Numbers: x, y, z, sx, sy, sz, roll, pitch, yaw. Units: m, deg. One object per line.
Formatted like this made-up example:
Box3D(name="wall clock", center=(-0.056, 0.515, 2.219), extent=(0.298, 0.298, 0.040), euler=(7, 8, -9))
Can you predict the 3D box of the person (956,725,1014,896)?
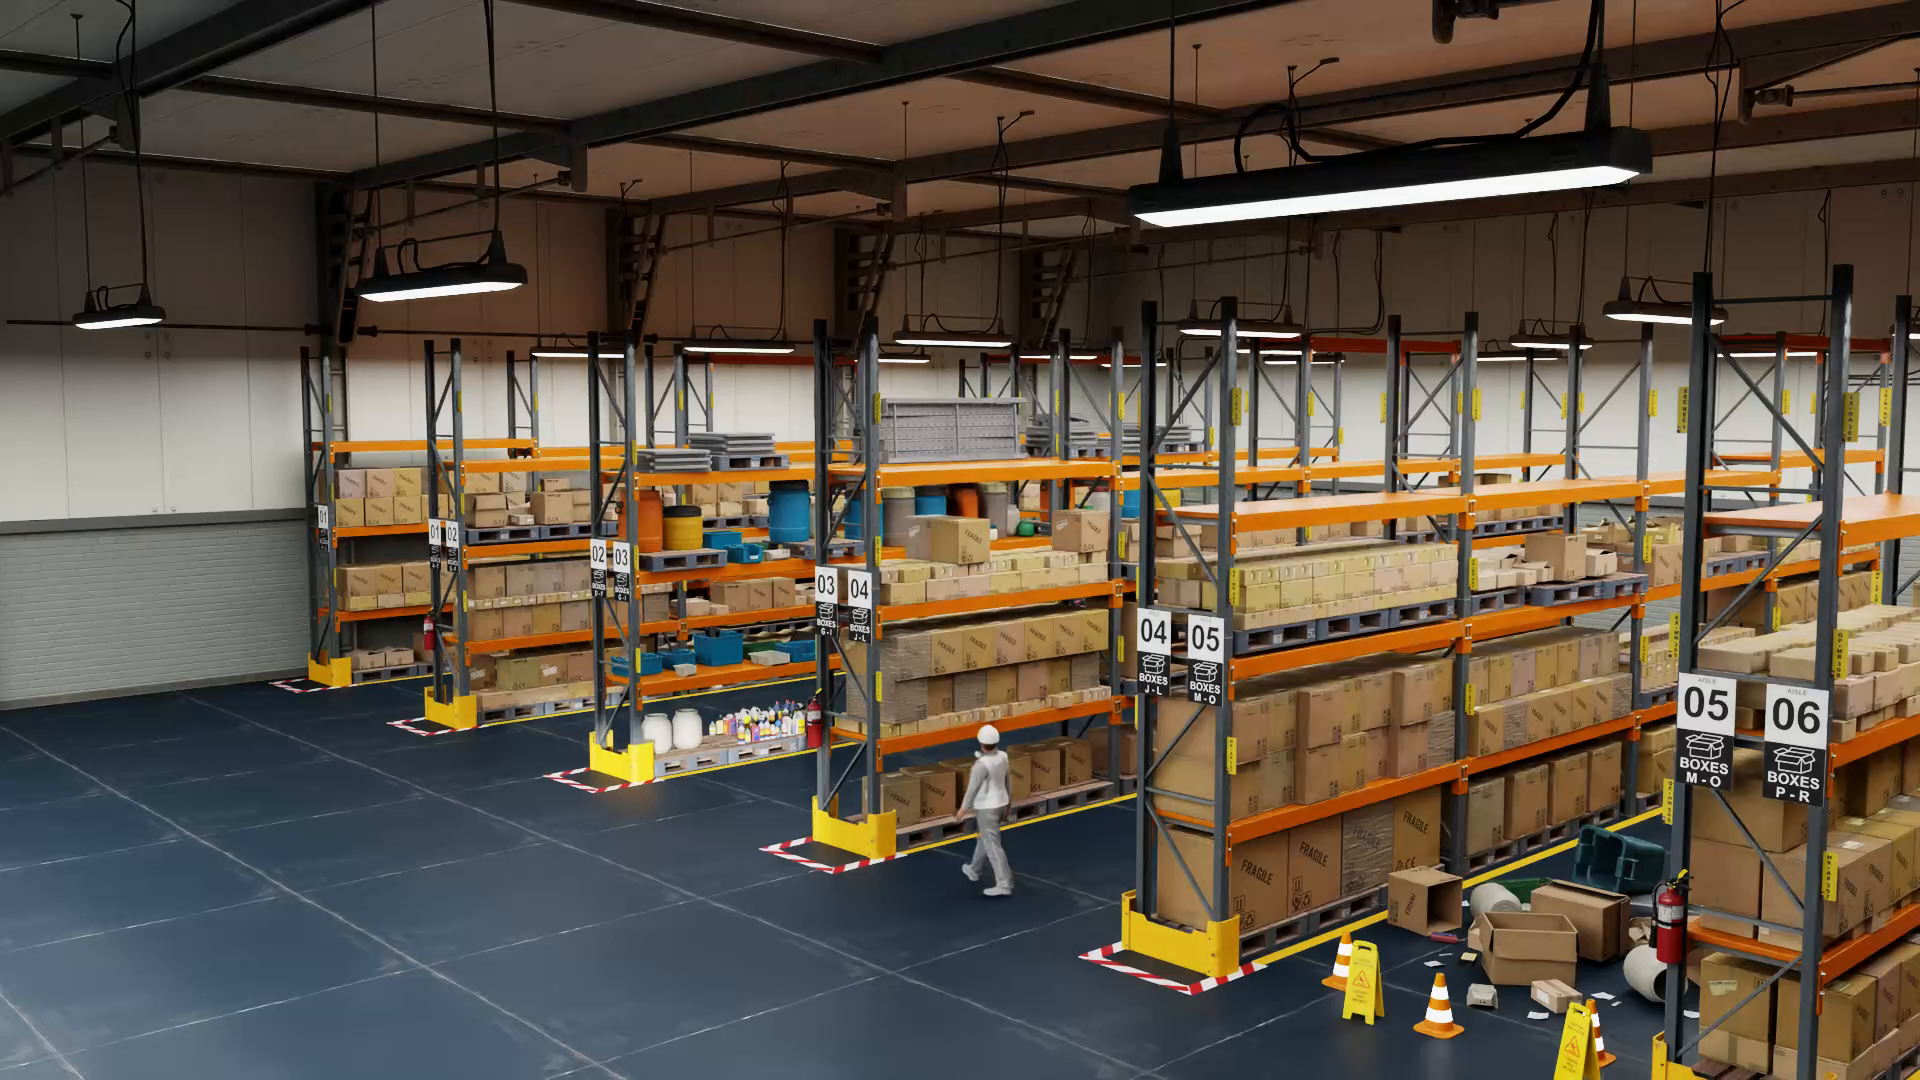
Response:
Box3D(name="person", center=(0.266, 2.768, 17.319), extent=(0.821, 1.743, 0.646), euler=(3, 6, 27))
